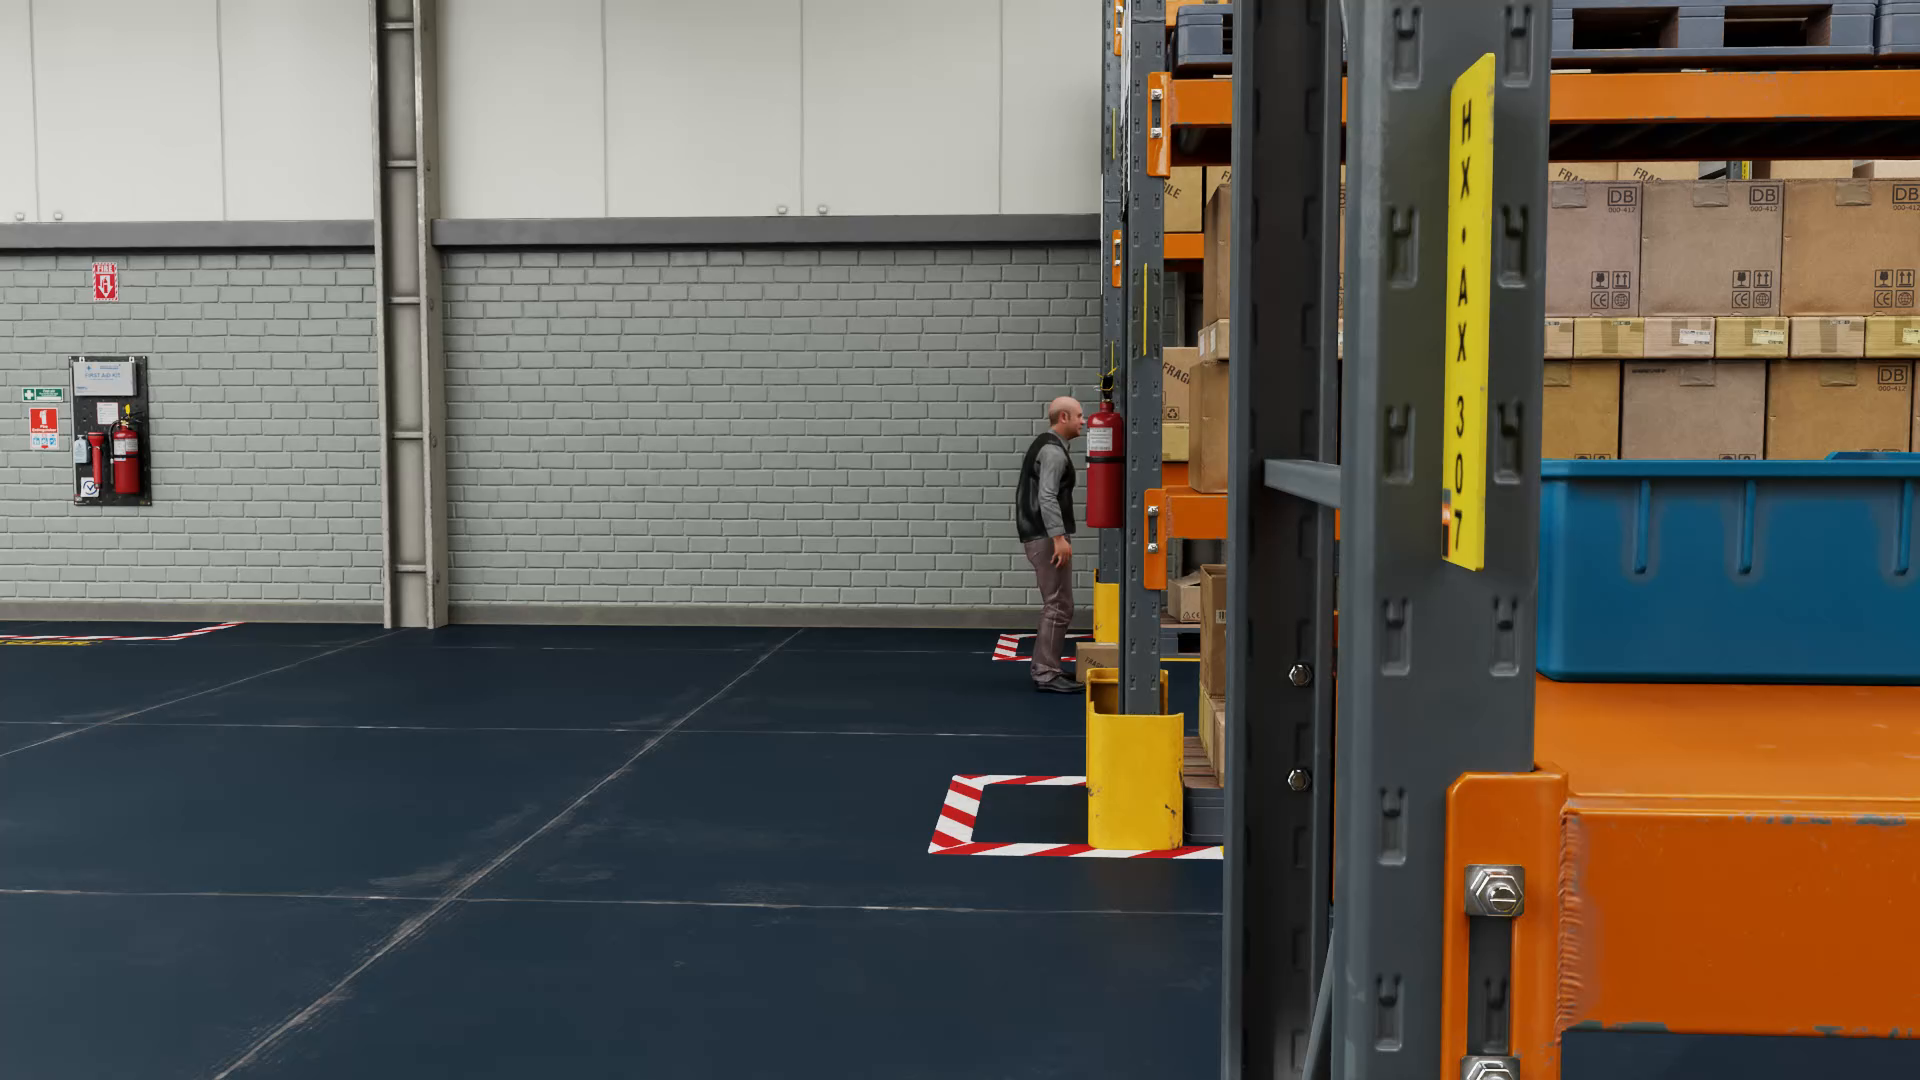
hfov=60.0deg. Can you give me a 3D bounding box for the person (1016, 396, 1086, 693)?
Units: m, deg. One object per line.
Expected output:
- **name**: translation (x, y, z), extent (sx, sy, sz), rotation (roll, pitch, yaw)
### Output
- **person**: translation (0.537, 0.014, 9.824), extent (0.416, 1.721, 0.580), rotation (0, 4, 4)
